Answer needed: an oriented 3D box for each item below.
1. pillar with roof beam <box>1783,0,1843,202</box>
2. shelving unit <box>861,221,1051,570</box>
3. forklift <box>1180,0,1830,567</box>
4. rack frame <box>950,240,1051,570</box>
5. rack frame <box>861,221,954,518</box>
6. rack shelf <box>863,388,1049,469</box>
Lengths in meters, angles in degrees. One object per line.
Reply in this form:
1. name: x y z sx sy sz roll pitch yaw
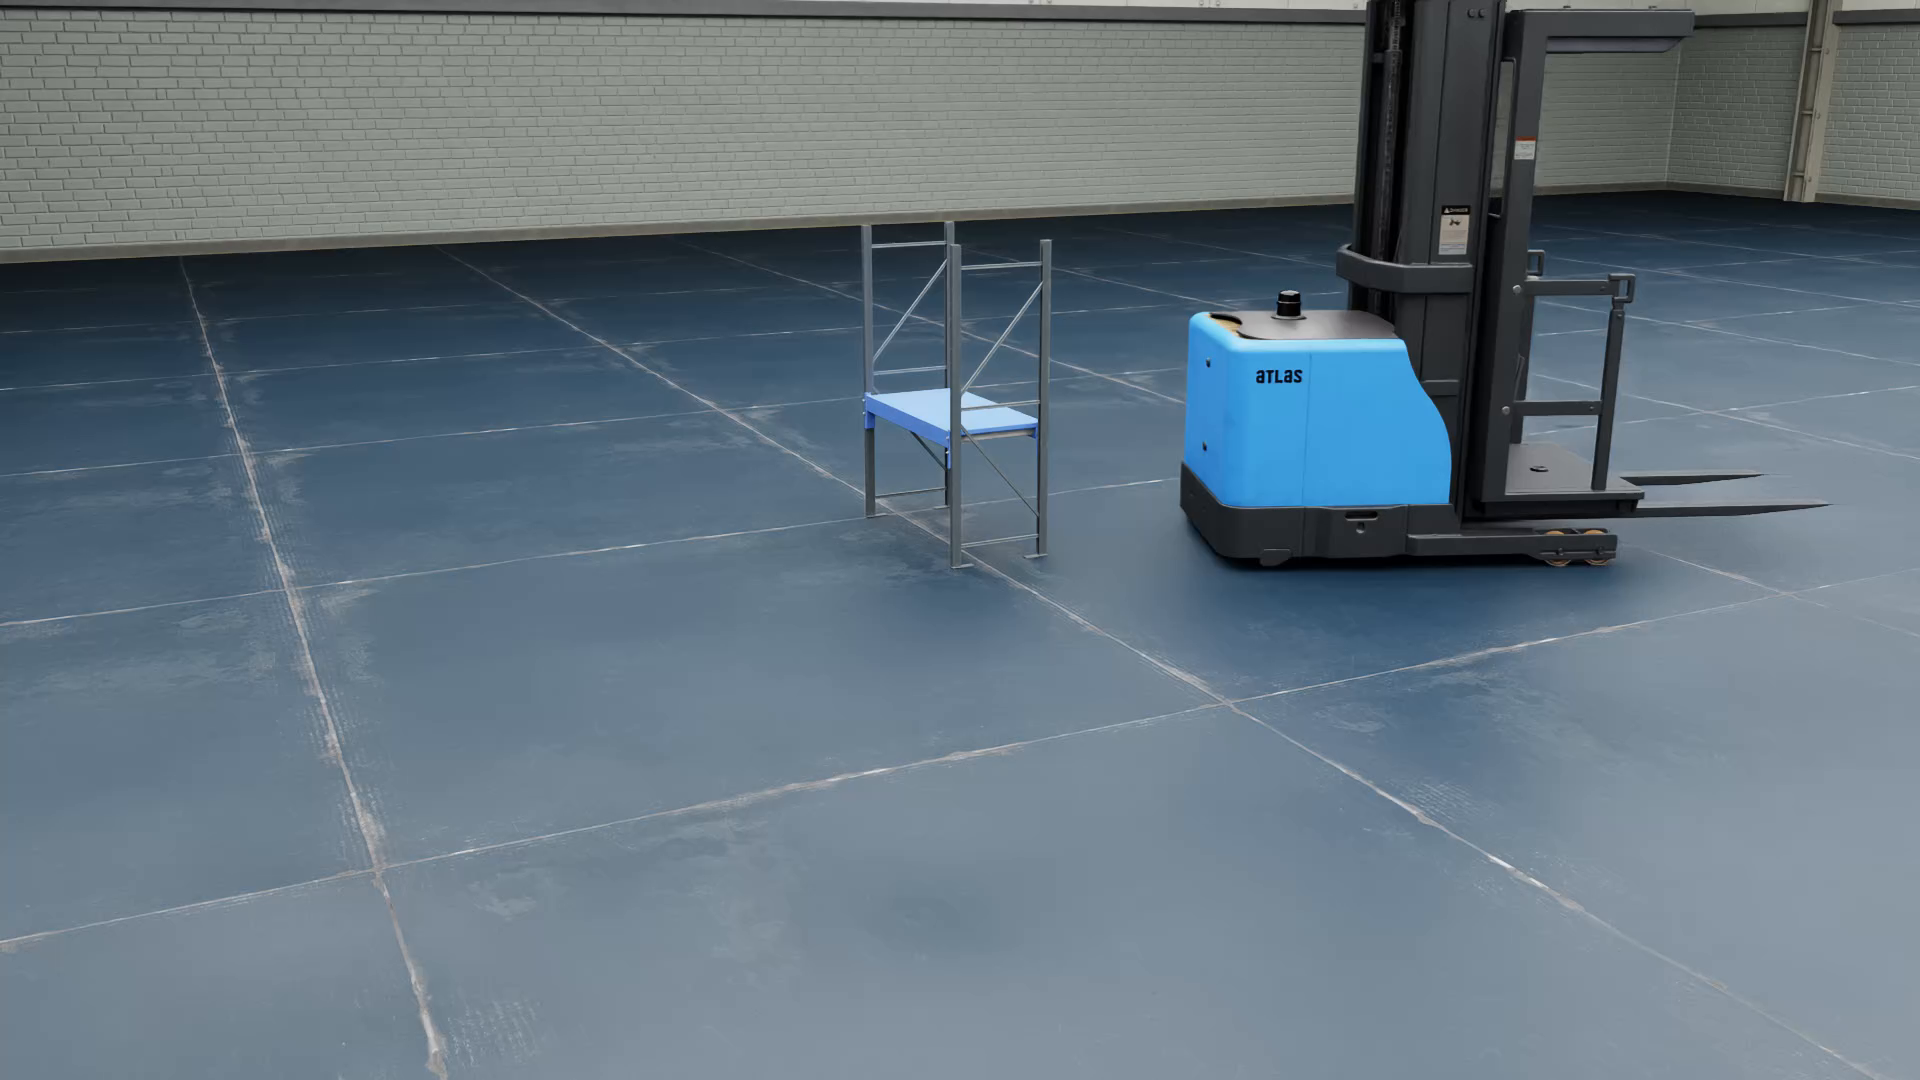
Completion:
1. pillar with roof beam: 10.487 -9.602 25.395 9.100 9.000 0.400 -8 18 -25
2. shelving unit: -0.037 -0.742 8.117 0.538 1.500 1.048 -8 18 -25
3. forklift: 2.680 -1.428 7.915 3.031 2.935 1.130 -1 16 -4
4. rack frame: 0.185 -0.616 7.678 0.500 1.500 0.032 -8 18 -25
5. rack frame: -0.260 -0.868 8.557 0.500 1.500 0.032 -8 18 -25
6. rack shelf: -0.037 -0.569 8.167 0.538 0.185 1.000 -8 18 -25
